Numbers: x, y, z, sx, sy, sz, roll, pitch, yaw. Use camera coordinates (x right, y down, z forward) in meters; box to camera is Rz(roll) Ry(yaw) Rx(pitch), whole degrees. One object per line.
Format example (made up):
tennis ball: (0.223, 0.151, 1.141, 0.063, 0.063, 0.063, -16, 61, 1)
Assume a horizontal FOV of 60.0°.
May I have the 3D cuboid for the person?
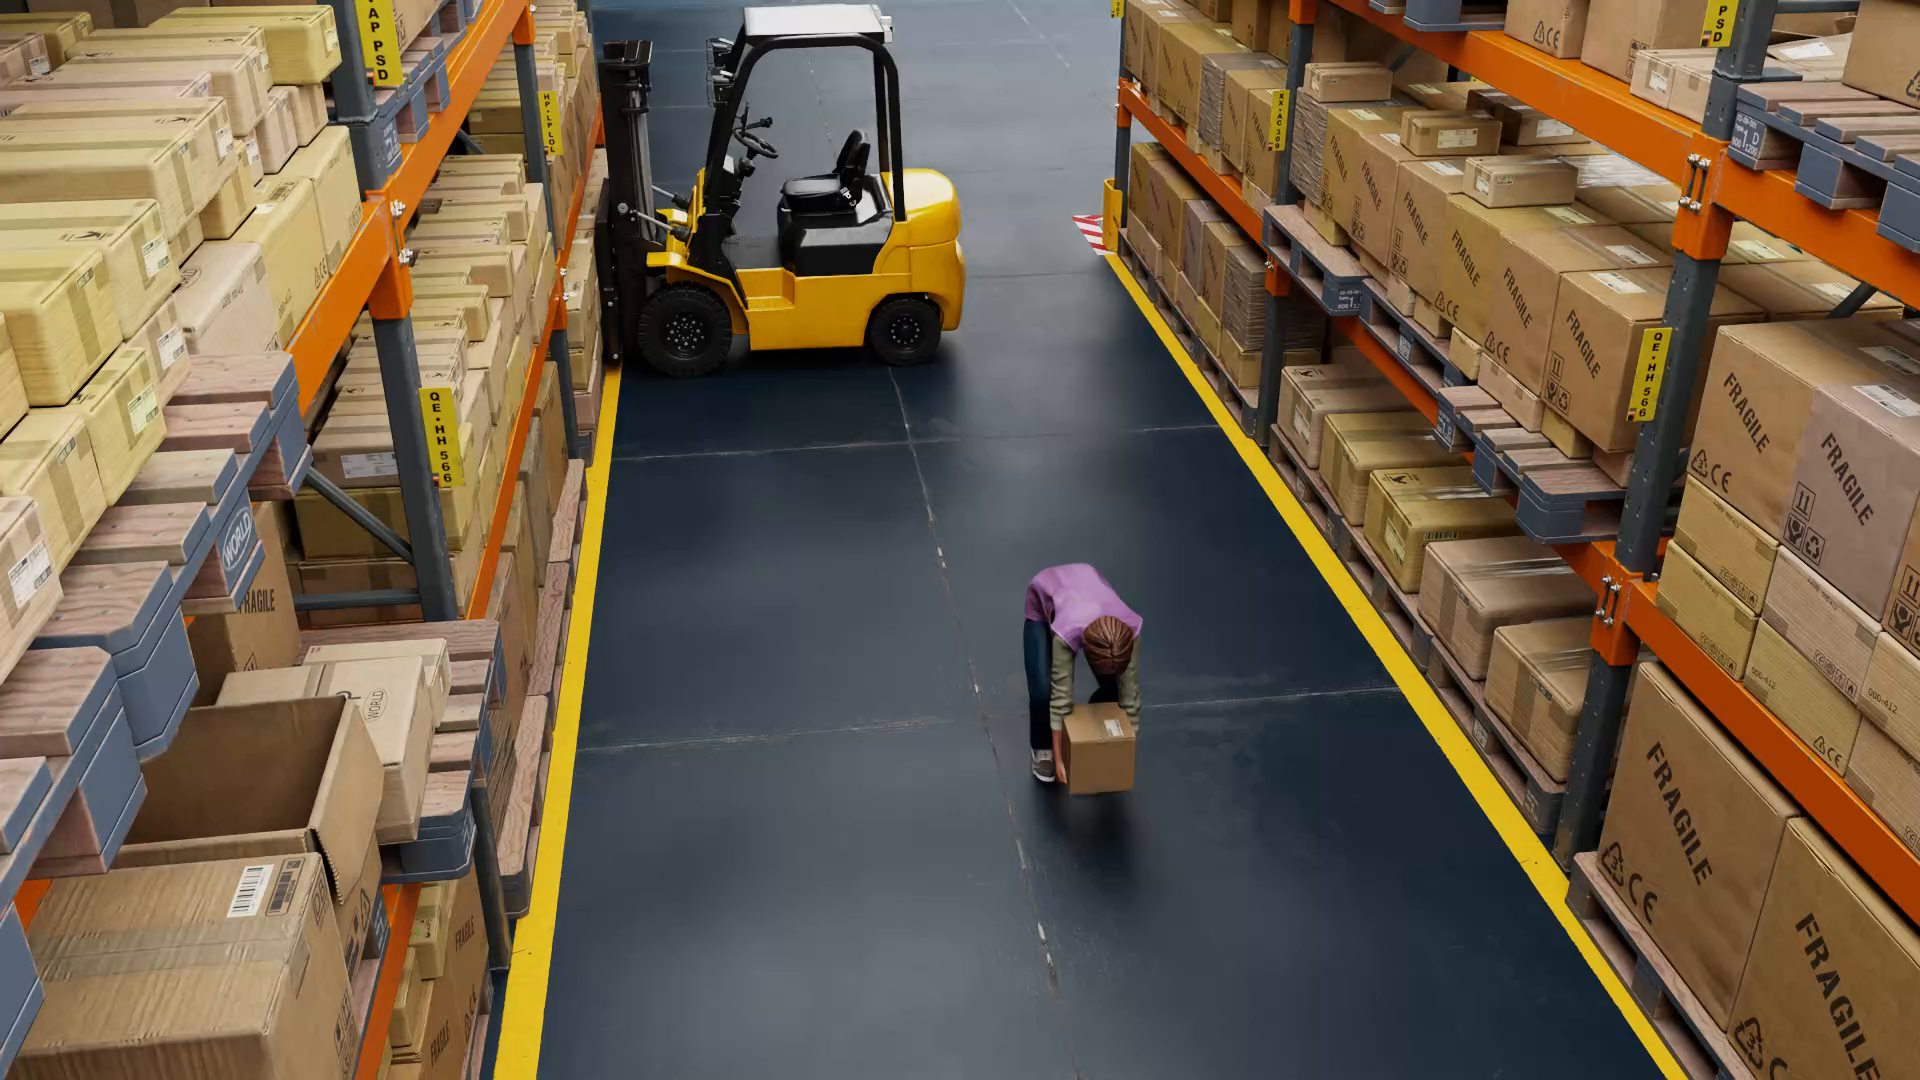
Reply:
person: (0.493, 0.593, 6.662, 0.420, 0.979, 0.861, -5, 28, -10)
